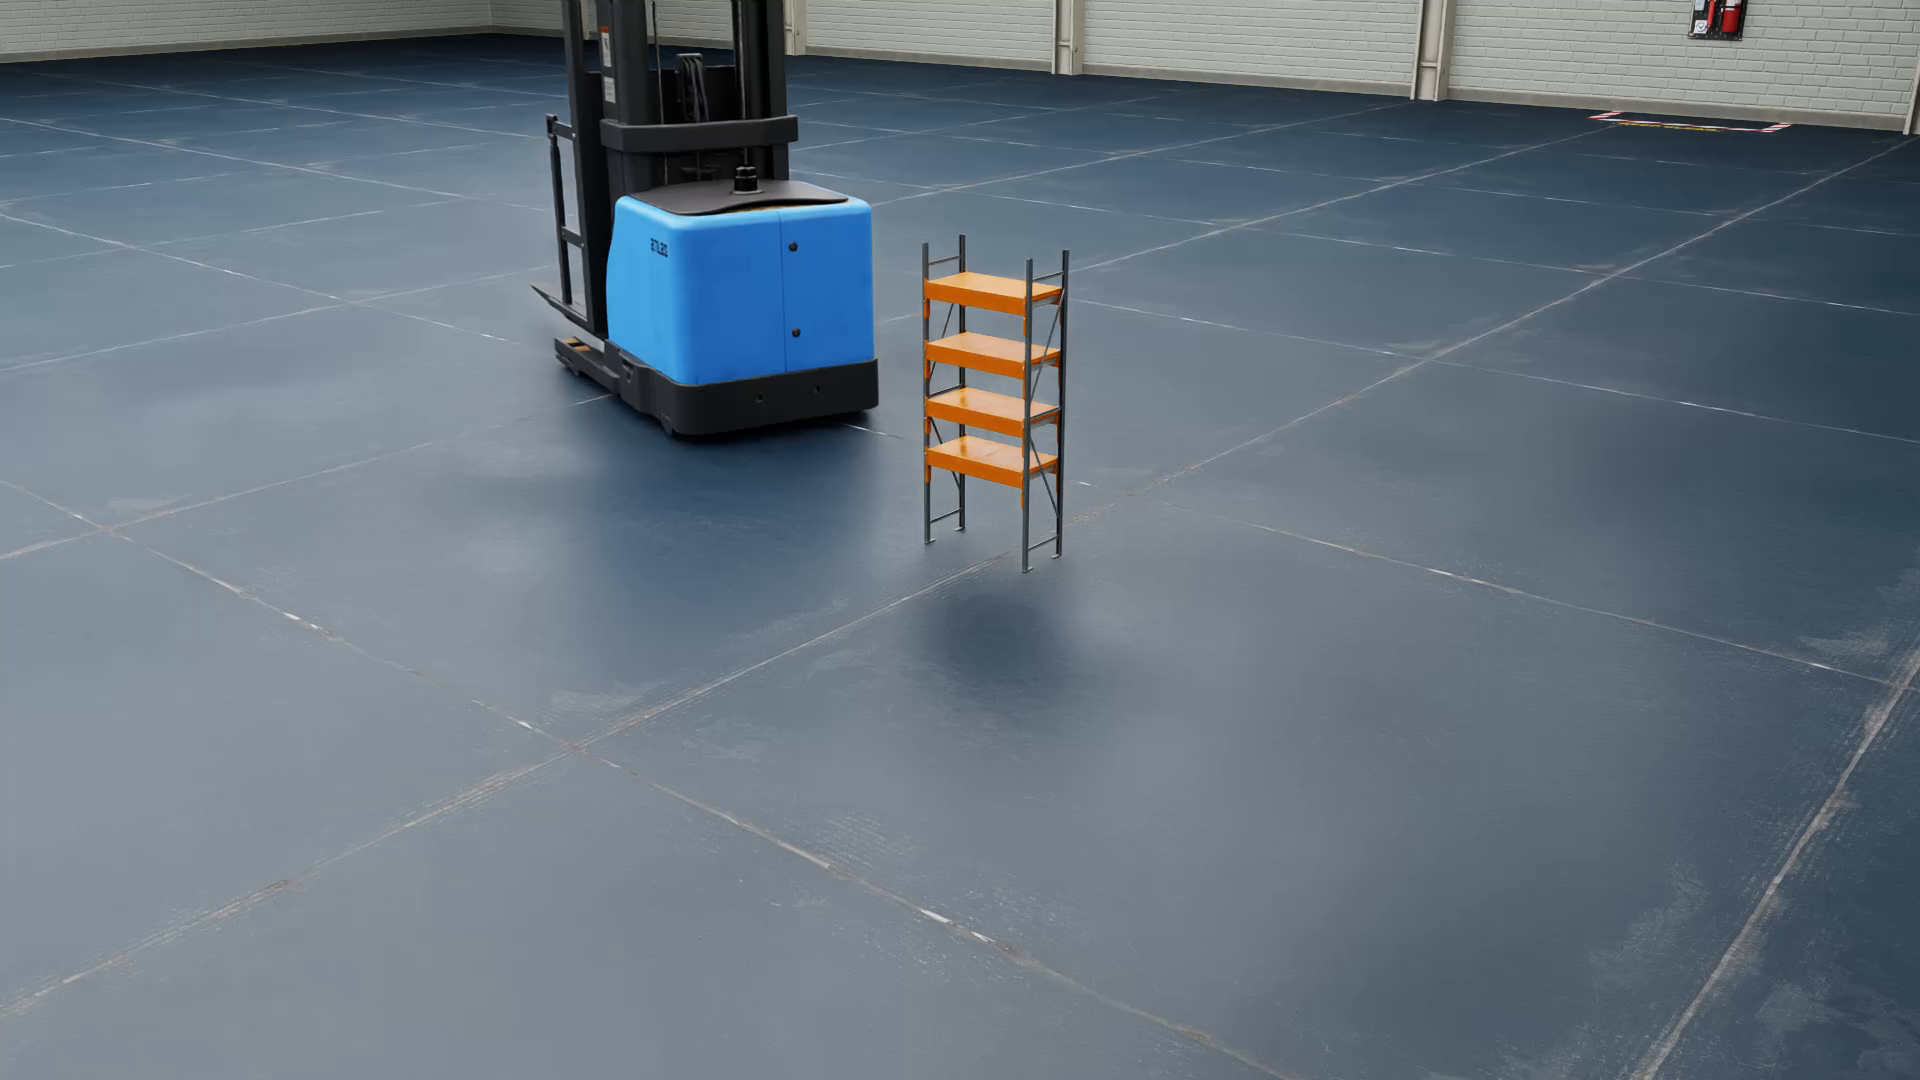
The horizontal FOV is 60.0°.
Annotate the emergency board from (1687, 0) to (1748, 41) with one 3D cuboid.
[{"bbox_3d":[9.087,-6.582,19.872,0.643,1.169,0.194,16,26,36],"label":"emergency board"}]

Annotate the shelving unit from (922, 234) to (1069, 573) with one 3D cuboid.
[{"bbox_3d":[0.128,-0.524,6.359,0.503,1.200,0.258,16,26,36],"label":"shelving unit"}]

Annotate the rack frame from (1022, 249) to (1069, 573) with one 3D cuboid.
[{"bbox_3d":[0.317,-0.470,6.214,0.015,1.200,0.240,16,26,36],"label":"rack frame"}]

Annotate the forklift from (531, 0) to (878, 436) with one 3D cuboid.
[{"bbox_3d":[-1.579,-2.332,8.698,1.130,2.935,3.031,-12,24,-28],"label":"forklift"}]

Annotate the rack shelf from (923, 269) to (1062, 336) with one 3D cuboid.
[{"bbox_3d":[0.128,-0.892,6.220,0.480,0.148,0.258,16,26,36],"label":"rack shelf"}]

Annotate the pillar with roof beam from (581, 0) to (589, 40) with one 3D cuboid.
[{"bbox_3d":[-10.338,-13.005,28.402,0.400,9.000,9.100,16,26,36],"label":"pillar with roof beam"}]

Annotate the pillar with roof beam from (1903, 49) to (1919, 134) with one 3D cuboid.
[{"bbox_3d":[8.255,-7.651,14.203,0.400,9.000,9.100,16,26,36],"label":"pillar with roof beam"}]

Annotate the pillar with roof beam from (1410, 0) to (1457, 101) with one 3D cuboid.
[{"bbox_3d":[3.607,-8.989,17.753,0.400,9.000,9.100,16,26,36],"label":"pillar with roof beam"}]

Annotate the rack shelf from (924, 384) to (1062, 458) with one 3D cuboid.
[{"bbox_3d":[0.128,-0.462,6.382,0.480,0.148,0.258,16,26,36],"label":"rack shelf"}]

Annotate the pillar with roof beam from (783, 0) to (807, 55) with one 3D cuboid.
[{"bbox_3d":[-5.690,-11.667,24.852,0.400,9.000,9.100,16,26,36],"label":"pillar with roof beam"}]

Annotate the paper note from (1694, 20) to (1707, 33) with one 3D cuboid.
[{"bbox_3d":[8.993,-6.228,20.182,0.142,0.148,0.016,16,26,36],"label":"paper note"}]

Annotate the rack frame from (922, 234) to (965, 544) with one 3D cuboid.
[{"bbox_3d":[-0.061,-0.579,6.503,0.015,1.200,0.240,16,26,36],"label":"rack frame"}]

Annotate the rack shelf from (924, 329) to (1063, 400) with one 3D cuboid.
[{"bbox_3d":[0.128,-0.671,6.303,0.480,0.148,0.258,16,26,36],"label":"rack shelf"}]

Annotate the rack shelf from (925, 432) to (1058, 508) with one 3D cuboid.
[{"bbox_3d":[0.128,-0.276,6.452,0.480,0.148,0.258,16,26,36],"label":"rack shelf"}]

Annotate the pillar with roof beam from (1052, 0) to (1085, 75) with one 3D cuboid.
[{"bbox_3d":[-1.042,-10.328,21.302,0.400,9.000,9.100,16,26,36],"label":"pillar with roof beam"}]
